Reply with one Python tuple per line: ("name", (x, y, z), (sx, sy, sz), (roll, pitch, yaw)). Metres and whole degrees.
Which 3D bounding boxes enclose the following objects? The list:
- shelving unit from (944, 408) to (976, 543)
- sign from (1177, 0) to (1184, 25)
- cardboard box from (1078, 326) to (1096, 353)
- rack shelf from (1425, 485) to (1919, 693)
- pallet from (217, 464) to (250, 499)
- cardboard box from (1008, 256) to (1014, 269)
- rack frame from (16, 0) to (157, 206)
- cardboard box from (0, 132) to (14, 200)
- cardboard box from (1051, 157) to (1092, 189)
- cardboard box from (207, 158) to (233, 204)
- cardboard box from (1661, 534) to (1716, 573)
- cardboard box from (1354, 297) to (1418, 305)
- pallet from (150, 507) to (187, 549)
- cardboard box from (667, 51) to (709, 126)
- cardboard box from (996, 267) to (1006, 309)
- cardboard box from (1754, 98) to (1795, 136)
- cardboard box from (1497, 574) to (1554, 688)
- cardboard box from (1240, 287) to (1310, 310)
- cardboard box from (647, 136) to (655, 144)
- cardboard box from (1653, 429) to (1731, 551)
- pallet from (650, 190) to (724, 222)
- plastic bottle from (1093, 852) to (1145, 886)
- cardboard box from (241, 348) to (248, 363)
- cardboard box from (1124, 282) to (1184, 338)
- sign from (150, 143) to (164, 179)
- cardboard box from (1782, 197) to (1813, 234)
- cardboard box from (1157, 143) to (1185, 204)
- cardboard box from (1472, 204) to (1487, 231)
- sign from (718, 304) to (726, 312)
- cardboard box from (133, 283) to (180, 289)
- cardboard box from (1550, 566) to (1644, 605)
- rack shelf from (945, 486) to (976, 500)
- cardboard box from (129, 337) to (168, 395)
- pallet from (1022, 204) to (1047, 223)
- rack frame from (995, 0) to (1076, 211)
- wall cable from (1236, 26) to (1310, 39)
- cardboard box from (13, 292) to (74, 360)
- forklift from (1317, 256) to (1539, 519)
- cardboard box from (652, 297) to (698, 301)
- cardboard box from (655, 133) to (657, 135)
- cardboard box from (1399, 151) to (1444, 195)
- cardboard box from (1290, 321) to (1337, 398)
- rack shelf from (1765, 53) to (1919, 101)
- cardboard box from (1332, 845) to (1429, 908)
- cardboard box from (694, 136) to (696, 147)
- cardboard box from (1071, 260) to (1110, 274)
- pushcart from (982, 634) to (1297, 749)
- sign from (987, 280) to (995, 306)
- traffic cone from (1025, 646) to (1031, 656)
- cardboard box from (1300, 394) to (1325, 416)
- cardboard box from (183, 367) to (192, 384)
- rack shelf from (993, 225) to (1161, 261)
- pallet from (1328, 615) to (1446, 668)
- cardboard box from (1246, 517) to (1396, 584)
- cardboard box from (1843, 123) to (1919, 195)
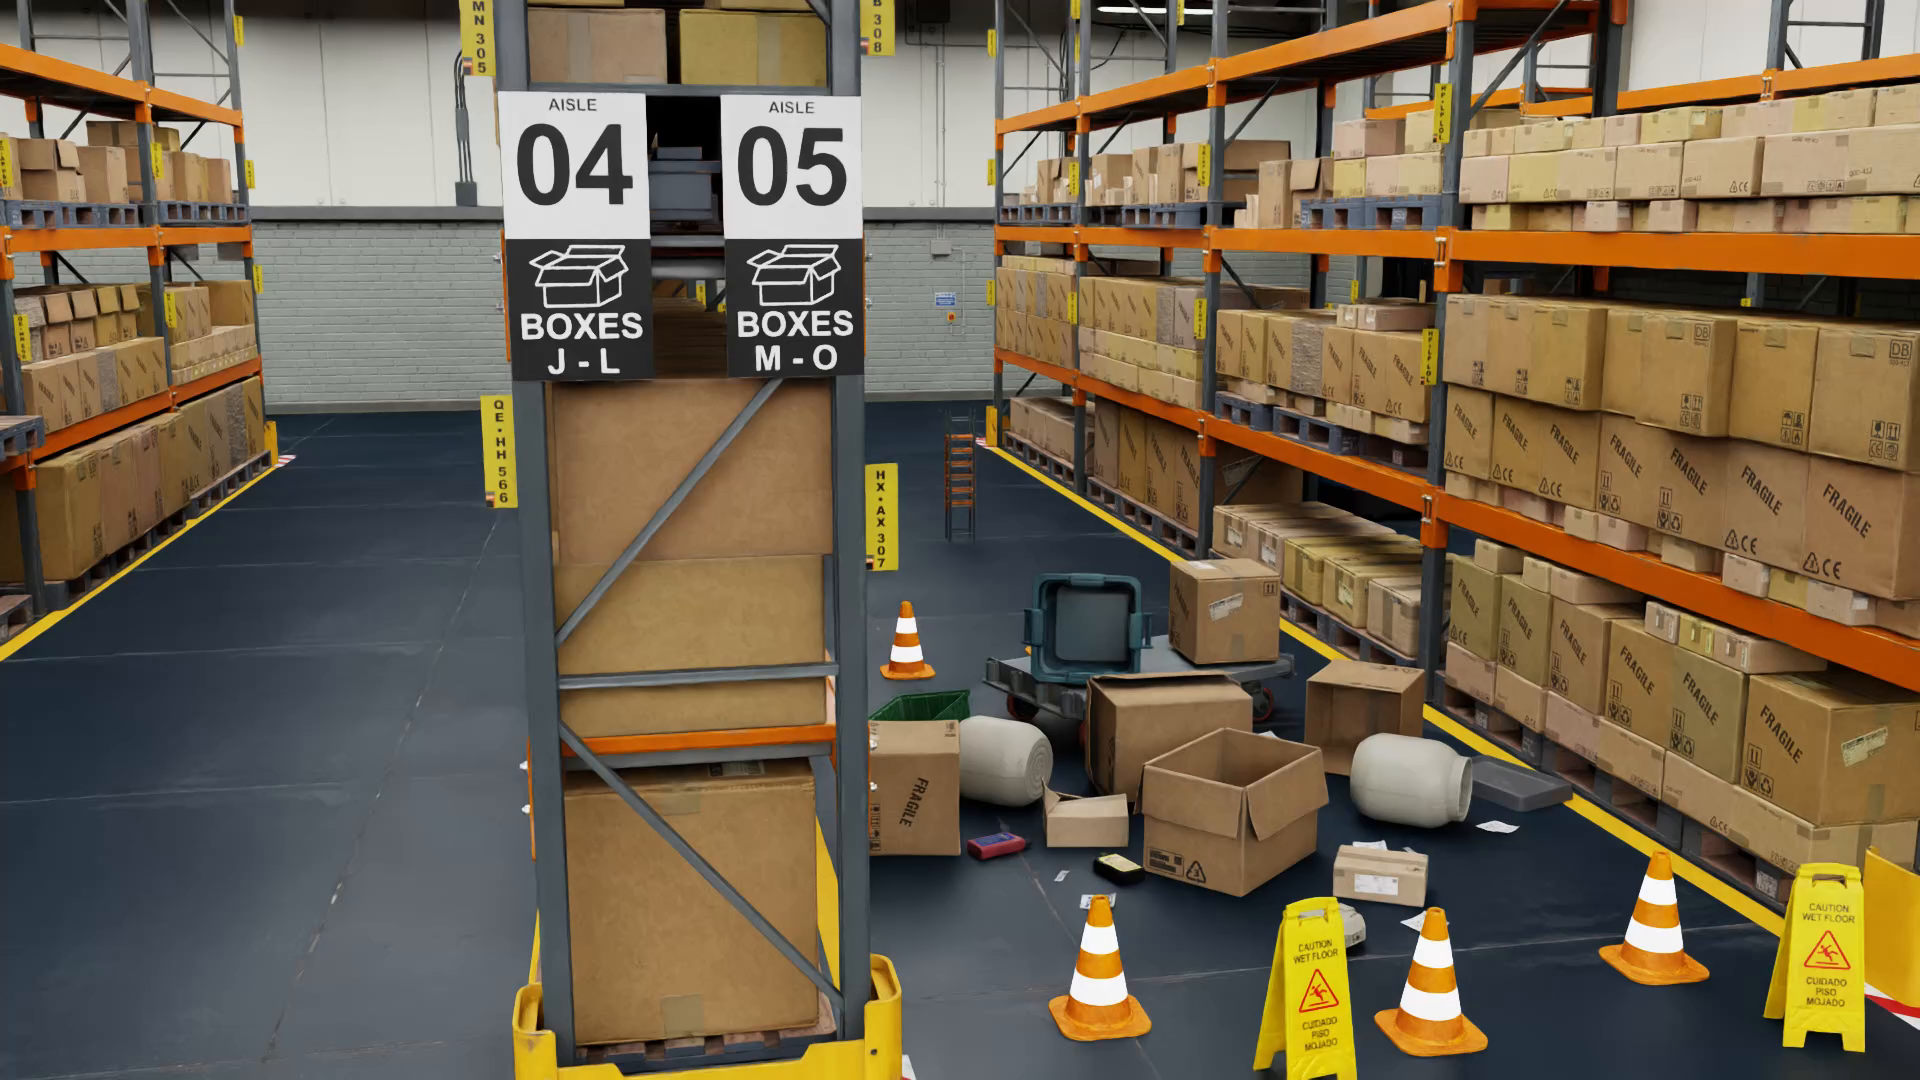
("shelving unit", (0.003, -0.587, 15.070), (0.258, 1.200, 0.189), (-2, 11, -11))
("sign", (2.250, -5.452, 17.062), (0.100, 0.325, 0.005), (-2, 11, -11))
("cardboard box", (1.529, -2.066, 17.092), (0.500, 0.250, 0.500), (-2, 11, -13))
("rack shelf", (3.665, 0.203, 8.034), (1.077, 0.370, 4.000), (-2, 11, -11))
("pallet", (-8.313, -0.621, 17.896), (1.003, 0.211, 1.213), (-2, 11, -11))
("cardboard box", (0.798, -3.405, 20.388), (0.380, 0.149, 0.250), (-2, 11, -9))
("rack frame", (-8.001, -4.572, 15.149), (1.000, 3.000, 0.127), (-2, 11, -11))
("cardboard box", (-7.412, -2.731, 12.100), (0.797, 0.503, 0.637), (-1, 11, -8))
("cardboard box", (1.426, -4.011, 18.558), (0.797, 0.503, 0.637), (-1, 11, -7))
("cardboard box", (-8.625, -4.043, 18.735), (0.700, 0.500, 0.500), (-3, 11, -14))
("cardboard box", (3.454, 0.046, 7.602), (0.380, 0.149, 0.250), (-2, 11, -12))
("cardboard box", (3.093, -1.682, 12.089), (0.380, 0.149, 0.250), (-3, 11, -14))
("pallet", (-7.777, -0.116, 15.241), (1.003, 0.211, 1.213), (-2, 11, -11))
("cardboard box", (-0.823, -1.670, 6.143), (0.500, 0.250, 0.500), (-2, 11, -11))
("cardboard box", (0.756, -3.160, 20.838), (0.500, 0.500, 0.500), (-2, 11, -12))
("cardboard box", (3.579, -1.766, 6.967), (0.380, 0.149, 0.250), (-2, 11, -11))
("cardboard box", (3.242, 0.474, 8.908), (0.500, 0.500, 0.500), (-2, 11, -9))
("cardboard box", (2.642, -1.891, 14.168), (0.500, 0.500, 0.500), (-2, 11, -13))
("cardboard box", (-1.640, -1.928, 7.498), (0.500, 0.250, 0.500), (-2, 11, -11))
("cardboard box", (3.491, -0.253, 7.439), (0.500, 0.500, 0.500), (-2, 11, -11))
("pallet", (-1.411, -1.599, 7.788), (1.003, 0.211, 1.213), (-2, 11, -11))
("plastic bottle", (0.687, 1.454, 7.394), (0.133, 0.061, 0.283), (-6, 13, -31))
("cardboard box", (-8.286, -2.088, 18.814), (0.380, 0.149, 0.250), (-2, 11, -11))
("cardboard box", (1.852, -2.155, 15.556), (0.500, 0.500, 0.500), (-2, 11, -12))
("sign", (-7.470, -3.528, 15.464), (0.100, 0.325, 0.005), (-2, 11, -11))
("cardboard box", (3.627, -1.333, 6.826), (0.380, 0.149, 0.250), (-2, 11, -11))
("cardboard box", (2.119, -3.155, 14.337), (0.700, 0.500, 0.500), (-3, 11, -14))
("cardboard box", (3.094, -1.801, 9.286), (0.380, 0.149, 0.250), (-2, 11, -12))
("sign", (-1.794, -1.642, 12.706), (0.100, 0.325, 0.005), (-2, 11, -11))
("cardboard box", (-8.746, -2.515, 17.986), (0.500, 0.500, 0.500), (-2, 11, -13))
("cardboard box", (3.248, 0.226, 8.475), (0.380, 0.149, 0.250), (-1, 11, -8))
("rack shelf", (0.003, -0.425, 15.101), (0.258, 0.103, 0.180), (-2, 11, -11))
("cardboard box", (-7.642, -1.598, 15.302), (0.500, 0.500, 0.500), (-2, 11, -11))
("pallet", (1.337, -3.789, 19.294), (1.003, 0.211, 1.213), (-2, 11, -11))
("rack frame", (0.942, -5.666, 20.896), (1.000, 3.000, 0.127), (-2, 11, -11))
("wall cable", (5.968, -9.661, 27.012), (2.988, 3.039, 0.133), (-2, 11, -11))
("cardboard box", (-7.473, -1.687, 13.088), (0.797, 0.503, 0.637), (-2, 11, -10))
("forklift", (5.053, -1.789, 16.758), (3.031, 2.935, 1.130), (-4, 11, -20))
("cardboard box", (-2.260, -1.510, 12.168), (0.700, 0.500, 0.500), (-2, 11, -11))
("cardboard box", (-1.725, -2.522, 10.745), (0.500, 0.500, 0.500), (-2, 11, -11))
("cardboard box", (3.020, -2.226, 10.124), (0.500, 0.250, 0.500), (-2, 11, -12))
("cardboard box", (2.666, -1.277, 11.700), (0.500, 0.500, 0.500), (-3, 11, -13))
("rack shelf", (7.755, -3.463, 12.317), (1.077, 0.370, 4.000), (-2, 11, -11))
("cardboard box", (1.818, 1.450, 7.183), (0.380, 0.149, 0.250), (4, 11, 18))
("cardboard box", (-0.926, -1.636, 7.028), (0.380, 0.149, 0.250), (-2, 11, -12))
("cardboard box", (1.403, -2.941, 17.950), (0.380, 0.149, 0.250), (-2, 11, -10))
("pushcart", (1.049, 0.863, 9.655), (1.648, 0.377, 0.936), (-6, 13, -31))
("sign", (0.397, -3.164, 21.269), (0.100, 0.325, 0.005), (-2, 11, -11))
("traffic cone", (0.624, 0.535, 11.147), (0.336, 0.463, 0.334), (-2, 11, -11))
("cardboard box", (2.646, -0.970, 11.817), (0.380, 0.149, 0.250), (-2, 11, -9))
("cardboard box", (-7.783, -1.616, 16.335), (0.380, 0.149, 0.250), (-2, 11, -13))
("rack shelf", (1.331, -3.472, 19.317), (1.077, 0.370, 4.000), (-2, 11, -11))
("pallet", (3.123, 0.709, 10.905), (1.003, 0.211, 1.213), (-2, 11, -11))
("cardboard box", (2.750, 0.072, 12.699), (0.950, 0.372, 0.625), (-2, 11, -12))
("cardboard box", (3.690, -1.414, 6.187), (0.500, 0.250, 0.500), (-2, 11, -12))
